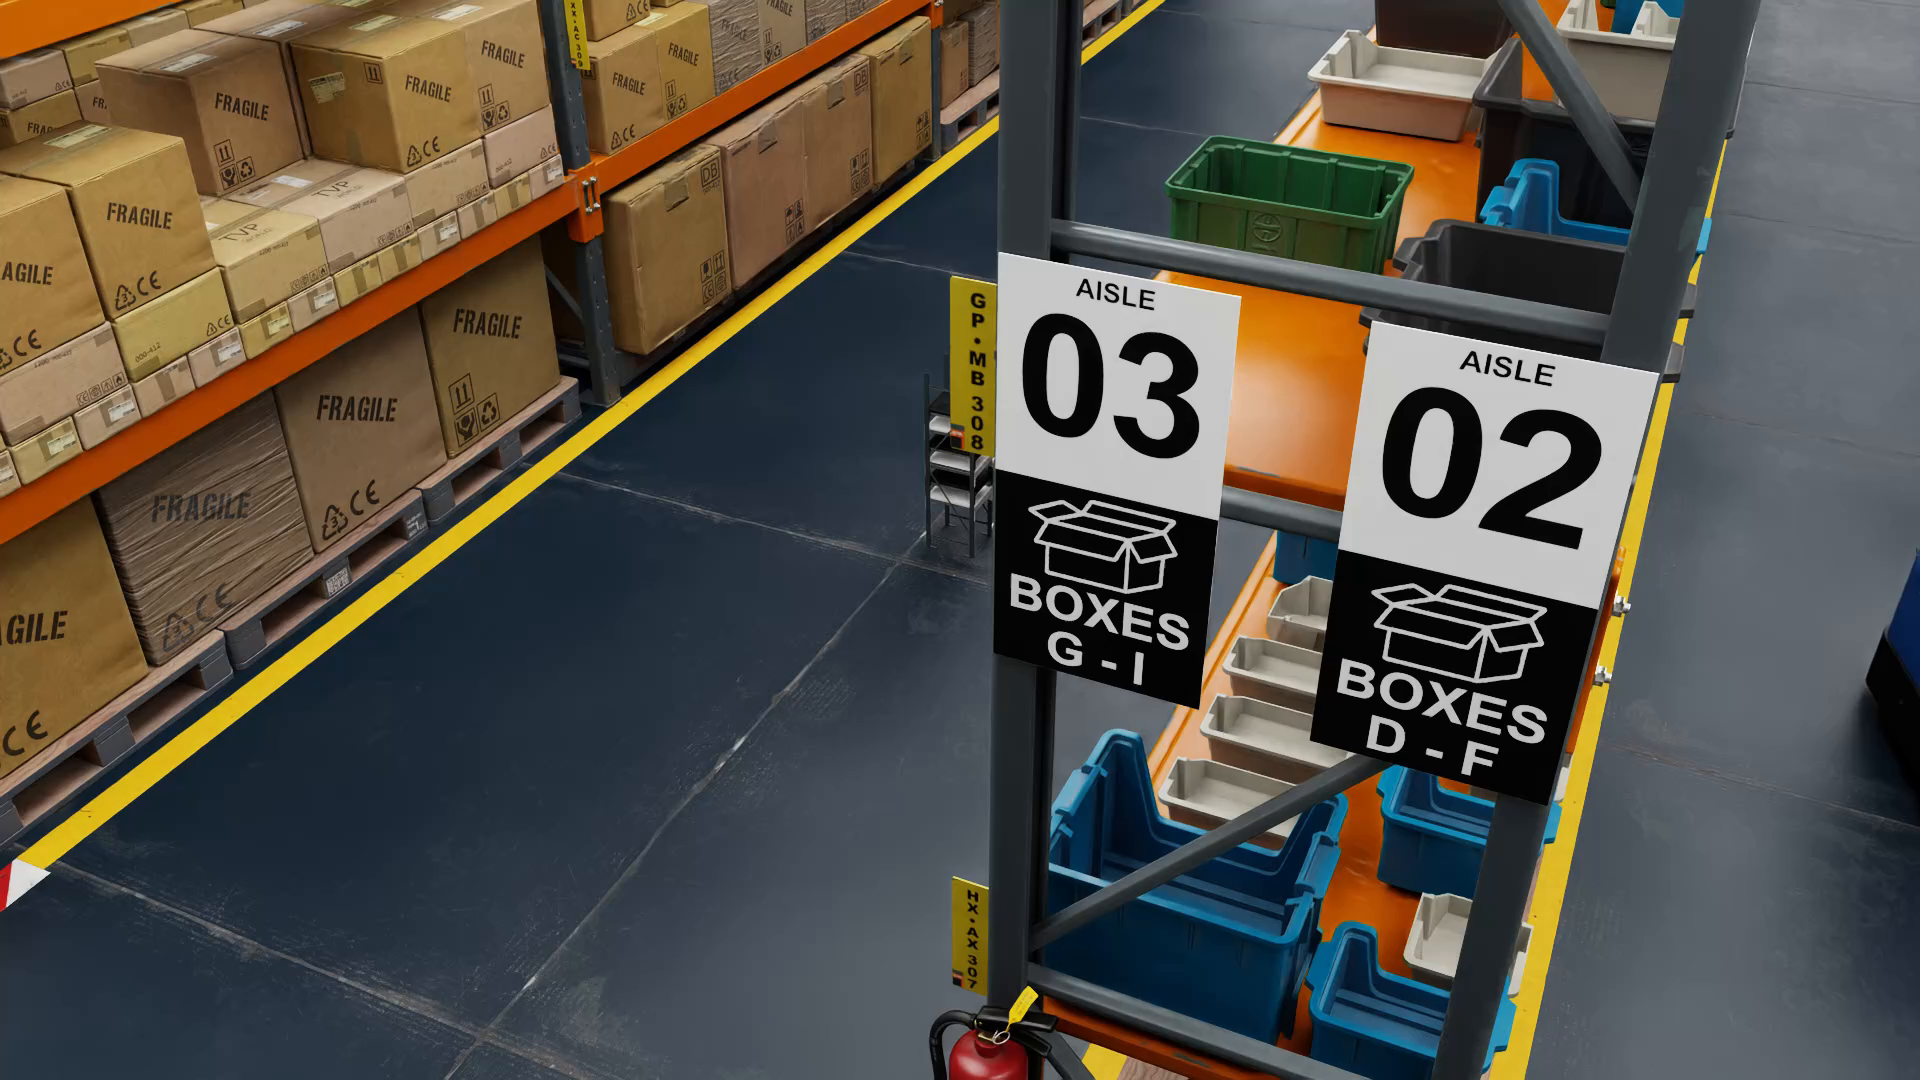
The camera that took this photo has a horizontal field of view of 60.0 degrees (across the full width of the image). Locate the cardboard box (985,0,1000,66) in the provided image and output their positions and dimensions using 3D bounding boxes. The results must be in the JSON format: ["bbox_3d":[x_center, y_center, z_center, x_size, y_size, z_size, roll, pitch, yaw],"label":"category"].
[{"bbox_3d":[0.098,-4.120,13.176,0.700,0.500,0.500,17,37,24],"label":"cardboard box"}]

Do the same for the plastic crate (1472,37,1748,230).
[{"bbox_3d":[1.425,-0.886,3.686,0.504,0.338,0.767,14,36,20],"label":"plastic crate"}]

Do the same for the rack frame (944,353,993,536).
[{"bbox_3d":[0.039,-0.423,7.574,0.240,0.900,0.006,14,36,20],"label":"rack frame"}]

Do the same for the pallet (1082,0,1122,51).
[{"bbox_3d":[0.734,-4.518,14.448,1.003,0.211,1.213,14,36,20],"label":"pallet"}]

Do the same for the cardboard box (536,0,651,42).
[{"bbox_3d":[-2.029,-2.869,8.384,0.797,0.503,0.637,13,36,19],"label":"cardboard box"}]

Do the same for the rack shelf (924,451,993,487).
[{"bbox_3d":[-0.003,-0.344,7.515,0.258,0.077,0.200,14,36,20],"label":"rack shelf"}]

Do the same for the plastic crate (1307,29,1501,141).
[{"bbox_3d":[1.175,-1.189,4.333,0.437,0.136,0.530,14,36,20],"label":"plastic crate"}]

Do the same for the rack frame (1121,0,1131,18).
[{"bbox_3d":[1.058,-6.072,14.275,1.000,3.000,0.127,14,36,20],"label":"rack frame"}]

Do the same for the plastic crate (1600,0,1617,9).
[{"bbox_3d":[2.307,-1.837,5.274,0.450,0.188,0.662,14,36,20],"label":"plastic crate"}]

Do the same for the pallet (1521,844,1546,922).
[{"bbox_3d":[1.428,1.200,5.728,1.003,0.211,1.213,14,36,20],"label":"pallet"}]

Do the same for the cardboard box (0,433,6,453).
[{"bbox_3d":[-3.516,-0.334,5.390,0.500,0.250,0.500,13,36,19],"label":"cardboard box"}]

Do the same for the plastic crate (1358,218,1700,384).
[{"bbox_3d":[0.951,-0.287,2.836,0.497,0.269,0.590,14,36,20],"label":"plastic crate"}]

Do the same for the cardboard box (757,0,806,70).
[{"bbox_3d":[-1.239,-3.060,9.589,0.500,0.500,0.500,15,36,21],"label":"cardboard box"}]

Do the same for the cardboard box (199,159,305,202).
[{"bbox_3d":[-3.147,-1.470,7.121,0.500,0.250,0.500,15,36,22],"label":"cardboard box"}]

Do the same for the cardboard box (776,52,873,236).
[{"bbox_3d":[-1.303,-2.586,10.513,1.225,0.875,0.875,14,36,21],"label":"cardboard box"}]

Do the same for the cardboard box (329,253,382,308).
[{"bbox_3d":[-2.656,-1.116,6.945,0.380,0.149,0.250,14,36,20],"label":"cardboard box"}]

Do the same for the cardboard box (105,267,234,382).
[{"bbox_3d":[-3.091,-0.844,6.167,0.500,0.250,0.500,13,35,19],"label":"cardboard box"}]

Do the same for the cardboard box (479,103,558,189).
[{"bbox_3d":[-2.235,-1.869,7.731,0.500,0.250,0.500,14,36,20],"label":"cardboard box"}]

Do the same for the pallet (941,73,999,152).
[{"bbox_3d":[-0.287,-3.303,12.594,1.003,0.211,1.213,14,36,20],"label":"pallet"}]

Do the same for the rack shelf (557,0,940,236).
[{"bbox_3d":[-1.452,-2.783,9.915,1.077,0.370,4.000,14,36,20],"label":"rack shelf"}]

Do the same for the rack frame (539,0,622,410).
[{"bbox_3d":[-2.289,-2.088,8.198,1.000,3.000,0.127,14,36,20],"label":"rack frame"}]

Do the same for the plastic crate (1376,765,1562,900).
[{"bbox_3d":[1.214,0.710,4.029,0.416,0.233,0.300,14,36,20],"label":"plastic crate"}]

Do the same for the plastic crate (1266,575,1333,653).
[{"bbox_3d":[1.049,0.241,4.832,0.298,0.136,0.250,14,36,20],"label":"plastic crate"}]

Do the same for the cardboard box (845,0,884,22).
[{"bbox_3d":[-0.811,-3.572,10.371,0.500,0.500,0.500,14,36,20],"label":"cardboard box"}]

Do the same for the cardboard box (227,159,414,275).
[{"bbox_3d":[-2.663,-1.357,6.949,0.500,0.250,0.500,15,36,21],"label":"cardboard box"}]

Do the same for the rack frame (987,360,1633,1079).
[{"bbox_3d":[0.536,1.041,3.427,1.000,3.000,0.127,14,36,20],"label":"rack frame"}]

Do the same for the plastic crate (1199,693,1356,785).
[{"bbox_3d":[0.847,0.537,4.381,0.396,0.136,0.243,14,36,20],"label":"plastic crate"}]

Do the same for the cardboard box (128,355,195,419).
[{"bbox_3d":[-3.086,-0.604,6.164,0.380,0.149,0.250,13,36,20],"label":"cardboard box"}]

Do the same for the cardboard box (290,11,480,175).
[{"bbox_3d":[-2.452,-1.924,7.130,0.500,0.500,0.500,15,36,21],"label":"cardboard box"}]

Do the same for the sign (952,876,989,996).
[{"bbox_3d":[0.030,0.854,3.563,0.100,0.325,0.005,14,36,20],"label":"sign"}]

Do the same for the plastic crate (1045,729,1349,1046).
[{"bbox_3d":[0.507,0.791,3.721,0.616,0.435,0.499,14,36,20],"label":"plastic crate"}]

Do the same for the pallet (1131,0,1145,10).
[{"bbox_3d":[1.307,-5.249,15.562,1.003,0.211,1.213,14,36,20],"label":"pallet"}]

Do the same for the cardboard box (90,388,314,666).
[{"bbox_3d":[-3.386,-0.173,6.833,0.875,0.875,0.875,14,36,20],"label":"cardboard box"}]

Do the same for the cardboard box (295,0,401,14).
[{"bbox_3d":[-2.721,-2.283,7.678,0.500,0.500,0.500,14,36,20],"label":"cardboard box"}]

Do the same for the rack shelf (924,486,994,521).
[{"bbox_3d":[-0.003,-0.194,7.614,0.258,0.077,0.200,14,36,20],"label":"rack shelf"}]

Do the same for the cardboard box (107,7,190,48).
[{"bbox_3d":[-5.764,-3.546,11.635,0.500,0.250,0.500,16,36,22],"label":"cardboard box"}]

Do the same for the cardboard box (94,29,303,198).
[{"bbox_3d":[-3.148,-1.779,6.910,0.500,0.500,0.500,13,35,19],"label":"cardboard box"}]

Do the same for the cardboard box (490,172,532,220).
[{"bbox_3d":[-2.226,-1.627,7.725,0.380,0.149,0.250,15,36,21],"label":"cardboard box"}]

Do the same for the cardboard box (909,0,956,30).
[{"bbox_3d":[-0.362,-3.873,12.115,0.500,0.250,0.500,16,36,22],"label":"cardboard box"}]

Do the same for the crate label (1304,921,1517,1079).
[{"bbox_3d":[0.939,1.038,3.529,0.416,0.233,0.303,14,36,20],"label":"crate label"}]

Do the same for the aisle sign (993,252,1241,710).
[{"bbox_3d":[0.240,-0.078,2.762,0.394,0.787,0.004,14,36,20],"label":"aisle sign"}]

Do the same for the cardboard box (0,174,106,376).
[{"bbox_3d":[-3.307,-0.897,5.564,0.500,0.500,0.500,13,36,19],"label":"cardboard box"}]

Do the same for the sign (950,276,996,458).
[{"bbox_3d":[0.030,-0.288,2.814,0.100,0.325,0.005,14,36,20],"label":"sign"}]

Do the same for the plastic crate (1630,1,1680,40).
[{"bbox_3d":[2.023,-1.375,4.616,0.293,0.136,0.466,14,36,20],"label":"plastic crate"}]

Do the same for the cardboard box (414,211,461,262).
[{"bbox_3d":[-2.441,-1.372,7.335,0.380,0.149,0.250,15,36,21],"label":"cardboard box"}]

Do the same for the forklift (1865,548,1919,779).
[{"bbox_3d":[5.127,-0.261,5.475,3.031,2.935,1.130,3,33,5],"label":"forklift"}]

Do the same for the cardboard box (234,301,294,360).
[{"bbox_3d":[-2.872,-0.858,6.552,0.380,0.149,0.250,13,36,19],"label":"cardboard box"}]

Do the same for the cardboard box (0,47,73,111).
[{"bbox_3d":[-6.202,-3.027,10.844,0.500,0.250,0.500,13,35,18],"label":"cardboard box"}]

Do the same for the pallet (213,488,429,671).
[{"bbox_3d":[-3.187,0.049,7.483,1.003,0.211,1.213,14,36,20],"label":"pallet"}]

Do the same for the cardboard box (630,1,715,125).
[{"bbox_3d":[-1.660,-2.552,8.815,0.500,0.500,0.500,14,36,21],"label":"cardboard box"}]

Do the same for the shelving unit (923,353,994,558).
[{"bbox_3d":[-0.003,-0.372,7.497,0.258,0.900,0.210,14,36,20],"label":"shelving unit"}]

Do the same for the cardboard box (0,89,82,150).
[{"bbox_3d":[-6.201,-2.713,11.049,0.500,0.500,0.500,16,36,22],"label":"cardboard box"}]

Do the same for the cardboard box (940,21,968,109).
[{"bbox_3d":[-0.353,-3.557,12.317,0.700,0.500,0.500,12,35,18],"label":"cardboard box"}]

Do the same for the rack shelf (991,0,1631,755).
[{"bbox_3d":[1.373,-0.909,4.321,1.077,0.370,4.000,14,36,20],"label":"rack shelf"}]

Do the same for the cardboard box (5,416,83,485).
[{"bbox_3d":[-3.301,-0.347,5.773,0.380,0.149,0.250,13,36,19],"label":"cardboard box"}]

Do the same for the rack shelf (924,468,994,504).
[{"bbox_3d":[-0.003,-0.269,7.565,0.258,0.077,0.200,14,36,20],"label":"rack shelf"}]

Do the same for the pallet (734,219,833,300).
[{"bbox_3d":[-1.525,-1.933,10.505,1.003,0.211,1.213,14,36,20],"label":"pallet"}]

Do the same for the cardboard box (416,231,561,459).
[{"bbox_3d":[-2.638,-1.064,8.193,0.875,0.875,0.875,14,36,20],"label":"cardboard box"}]

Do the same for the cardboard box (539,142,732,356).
[{"bbox_3d":[-2.039,-1.698,9.159,1.225,0.875,0.875,14,36,21],"label":"cardboard box"}]

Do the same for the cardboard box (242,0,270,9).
[{"bbox_3d":[-5.327,-4.057,12.415,0.500,0.250,0.500,15,36,21],"label":"cardboard box"}]
